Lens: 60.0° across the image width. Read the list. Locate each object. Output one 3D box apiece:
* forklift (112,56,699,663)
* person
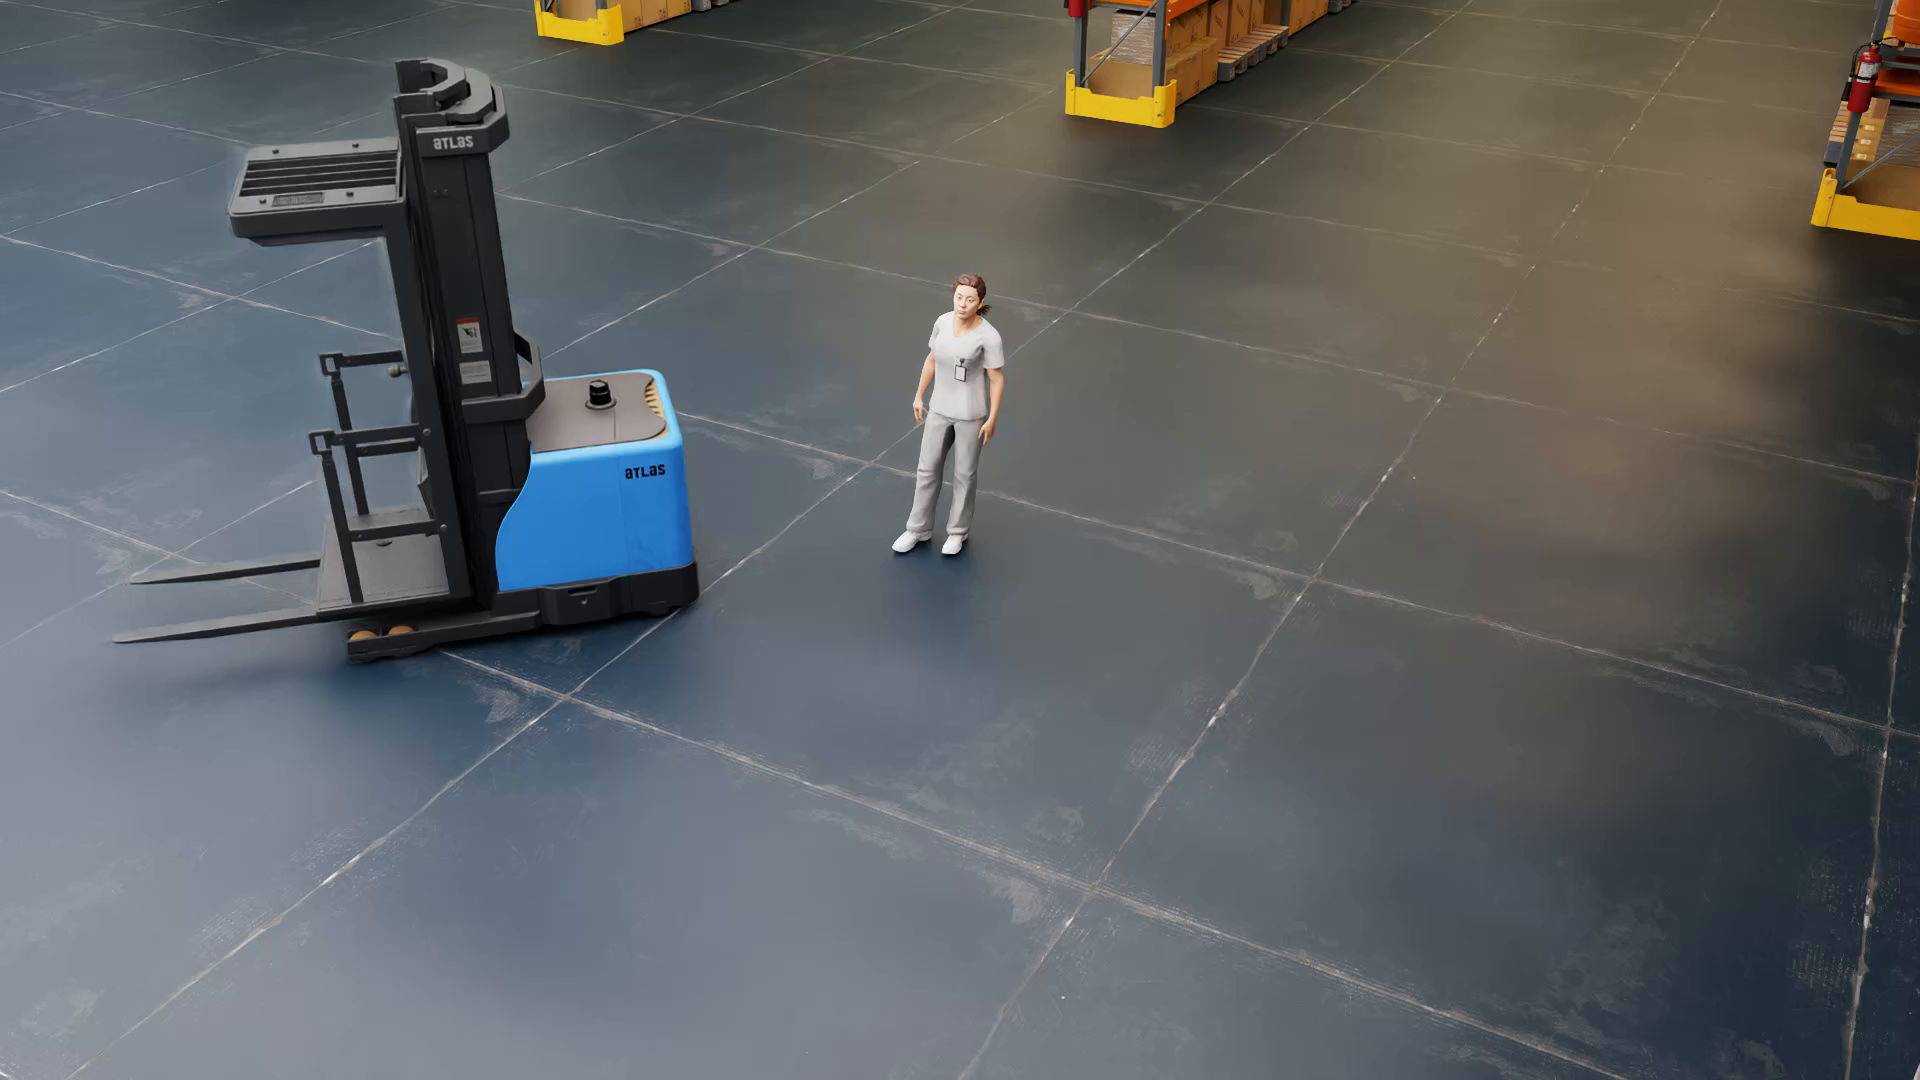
[{"bbox_3d":[-3.037,-0.909,8.646,3.031,2.935,1.130,-8,31,-13],"label":"forklift"},{"bbox_3d":[-0.048,-0.703,9.530,0.550,1.673,0.548,15,33,25],"label":"person"}]
